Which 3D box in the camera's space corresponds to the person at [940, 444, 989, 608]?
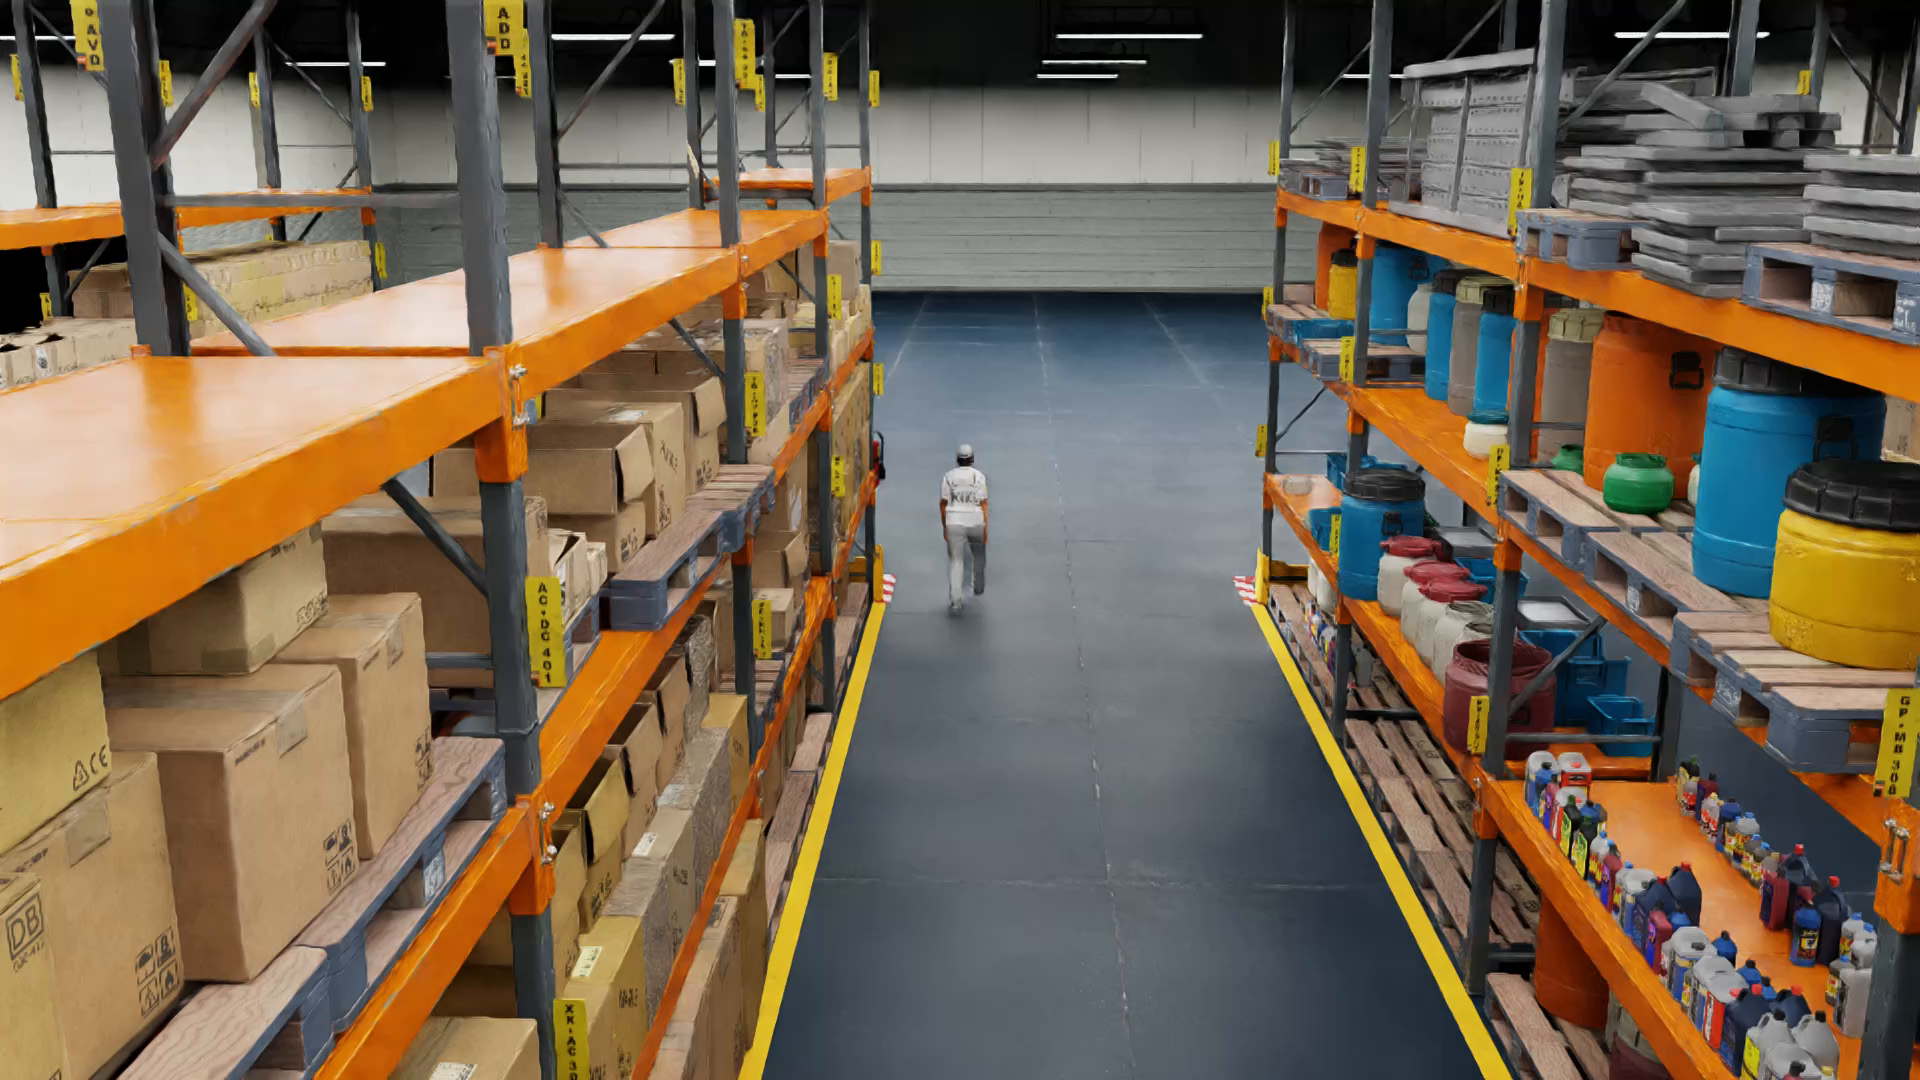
[{"bbox_3d":[0.042,-0.156,16.666,0.484,1.605,1.040,0,14,0],"label":"person"}]
